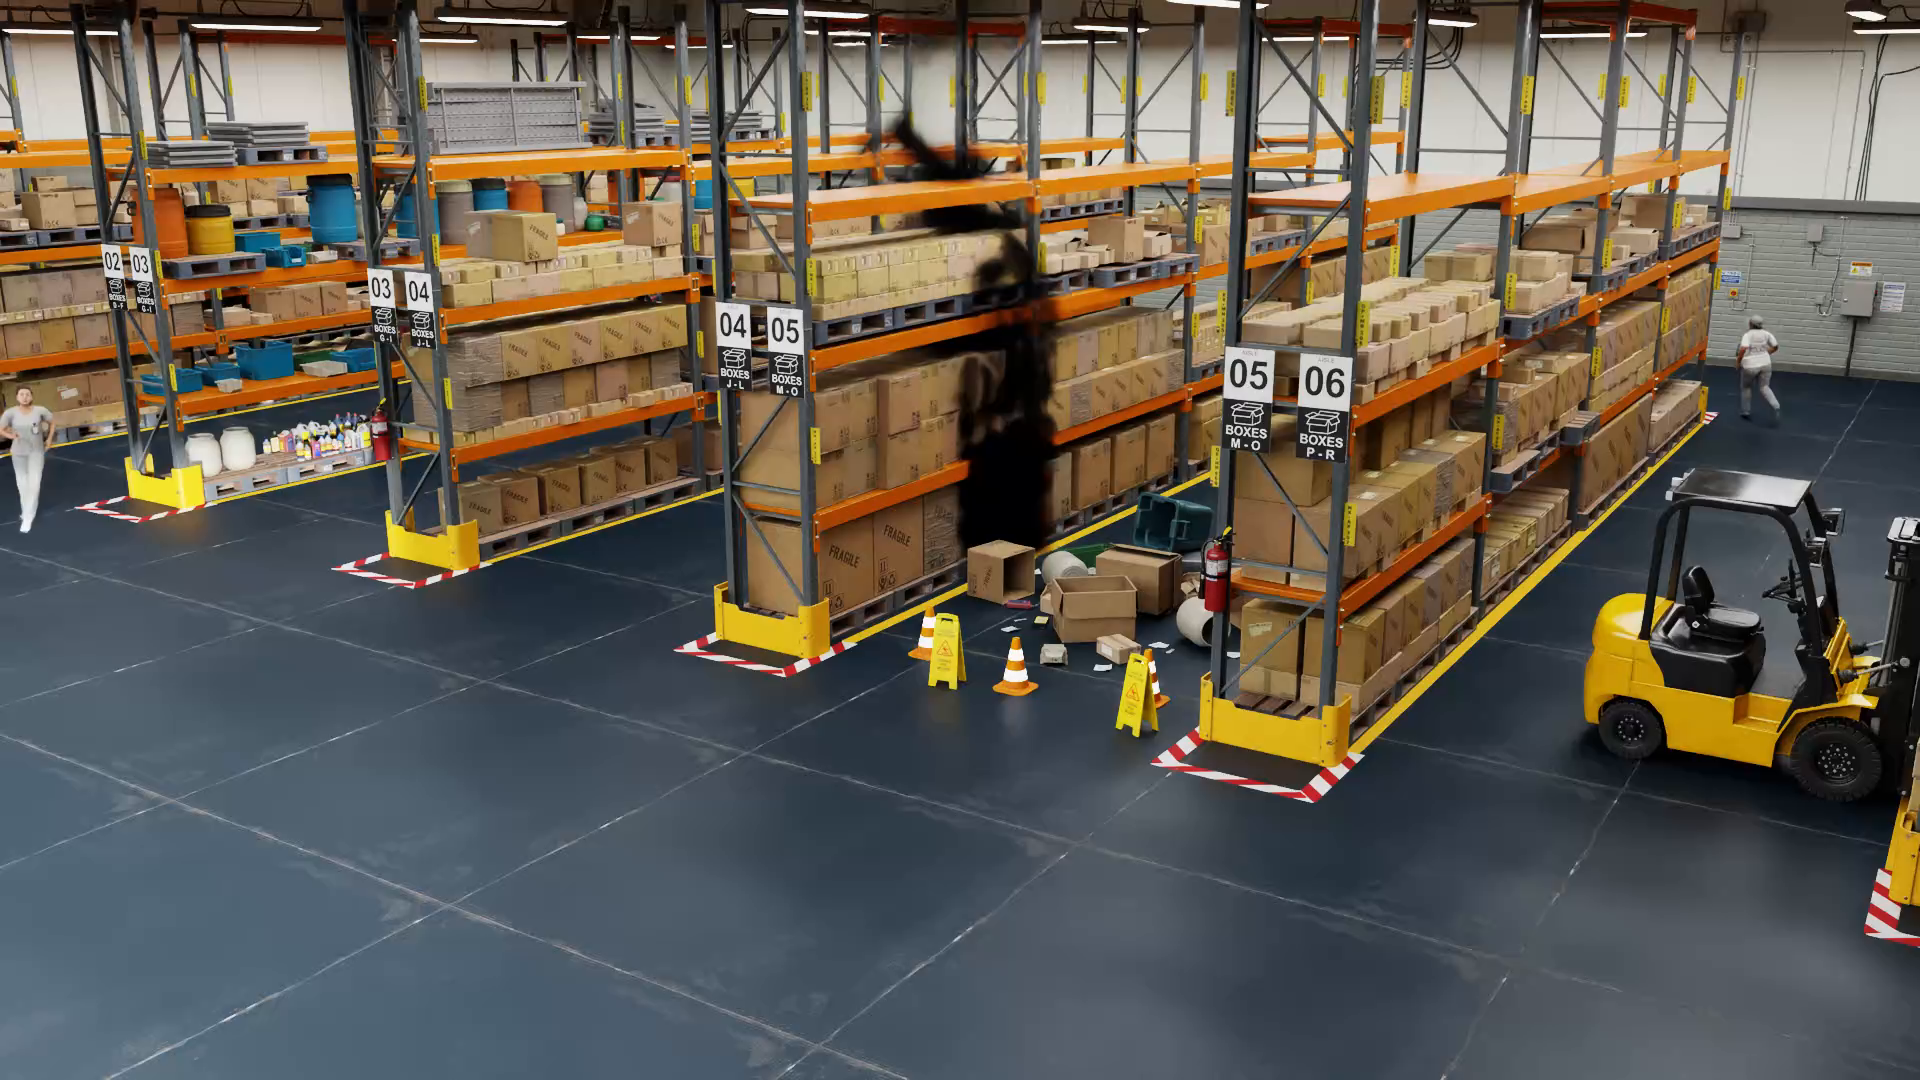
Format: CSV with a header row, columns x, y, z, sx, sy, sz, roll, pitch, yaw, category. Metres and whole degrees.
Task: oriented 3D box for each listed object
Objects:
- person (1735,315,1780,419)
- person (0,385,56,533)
x,y,z,sx,sy,sz,roll,pitch,yaw,category
12.296,-2.676,25.776,0.685,1.635,0.919,0,16,-1,person
-11.001,-1.003,19.678,0.592,1.695,0.784,-6,17,-21,person
